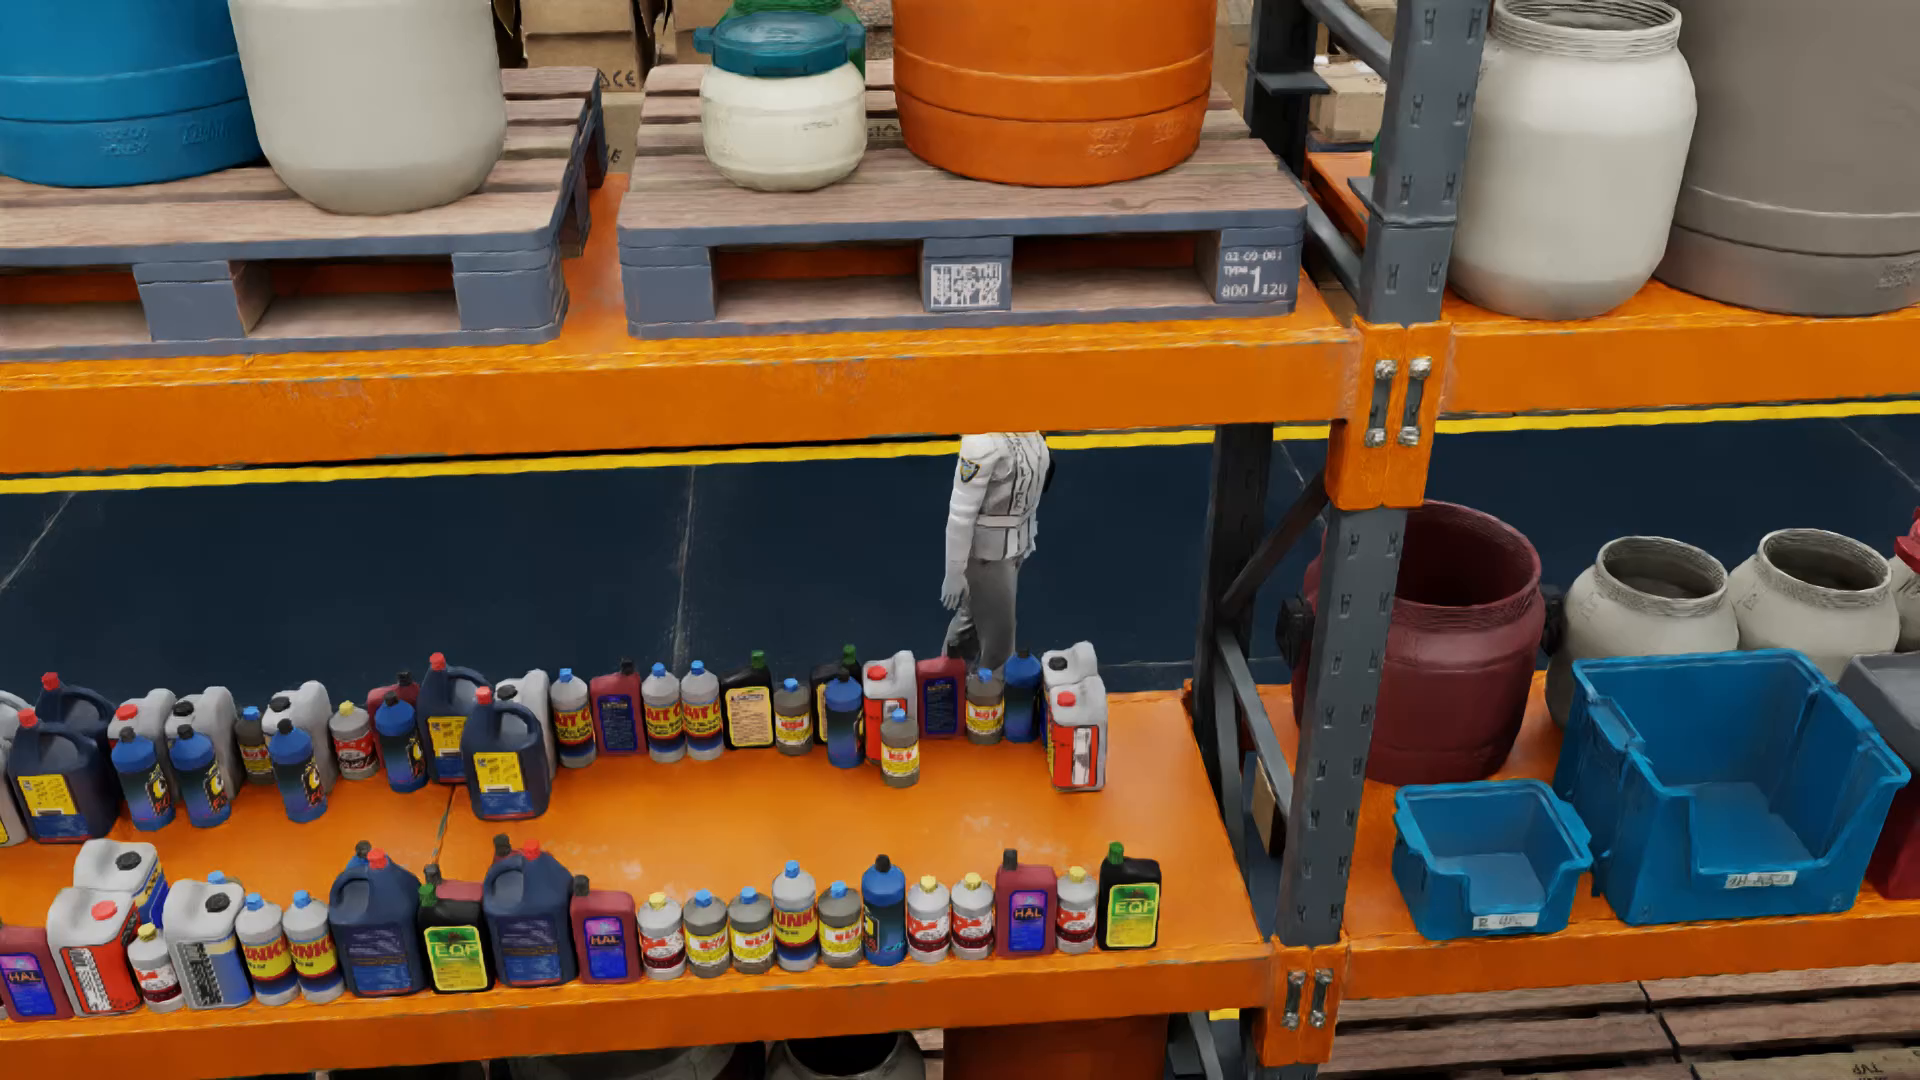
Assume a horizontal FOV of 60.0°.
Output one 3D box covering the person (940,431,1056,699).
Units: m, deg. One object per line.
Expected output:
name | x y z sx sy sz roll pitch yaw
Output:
person | 0.151 0.049 6.021 0.622 1.649 0.649 10 33 16
